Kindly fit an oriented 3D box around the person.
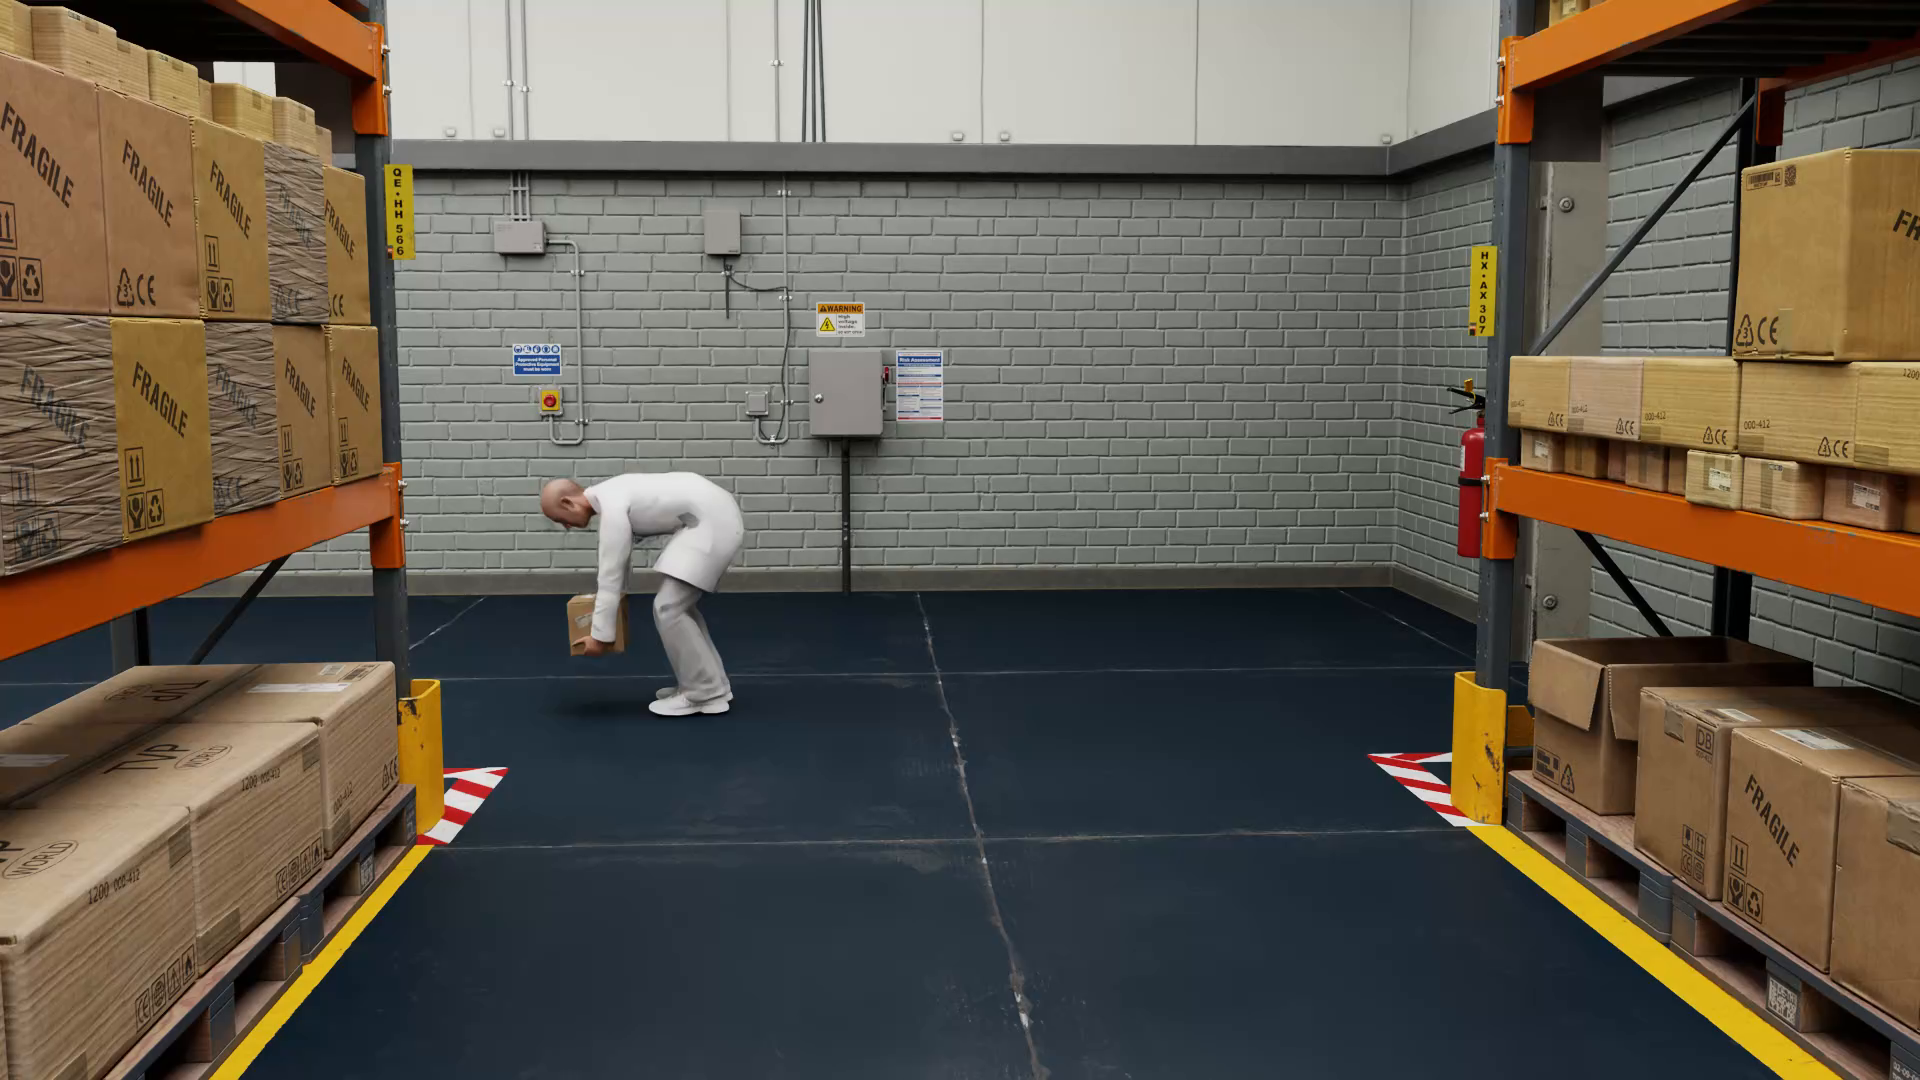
[{"bbox_3d":[-1.501,0.248,7.924,0.948,1.140,0.568,-1,7,-6],"label":"person"}]
